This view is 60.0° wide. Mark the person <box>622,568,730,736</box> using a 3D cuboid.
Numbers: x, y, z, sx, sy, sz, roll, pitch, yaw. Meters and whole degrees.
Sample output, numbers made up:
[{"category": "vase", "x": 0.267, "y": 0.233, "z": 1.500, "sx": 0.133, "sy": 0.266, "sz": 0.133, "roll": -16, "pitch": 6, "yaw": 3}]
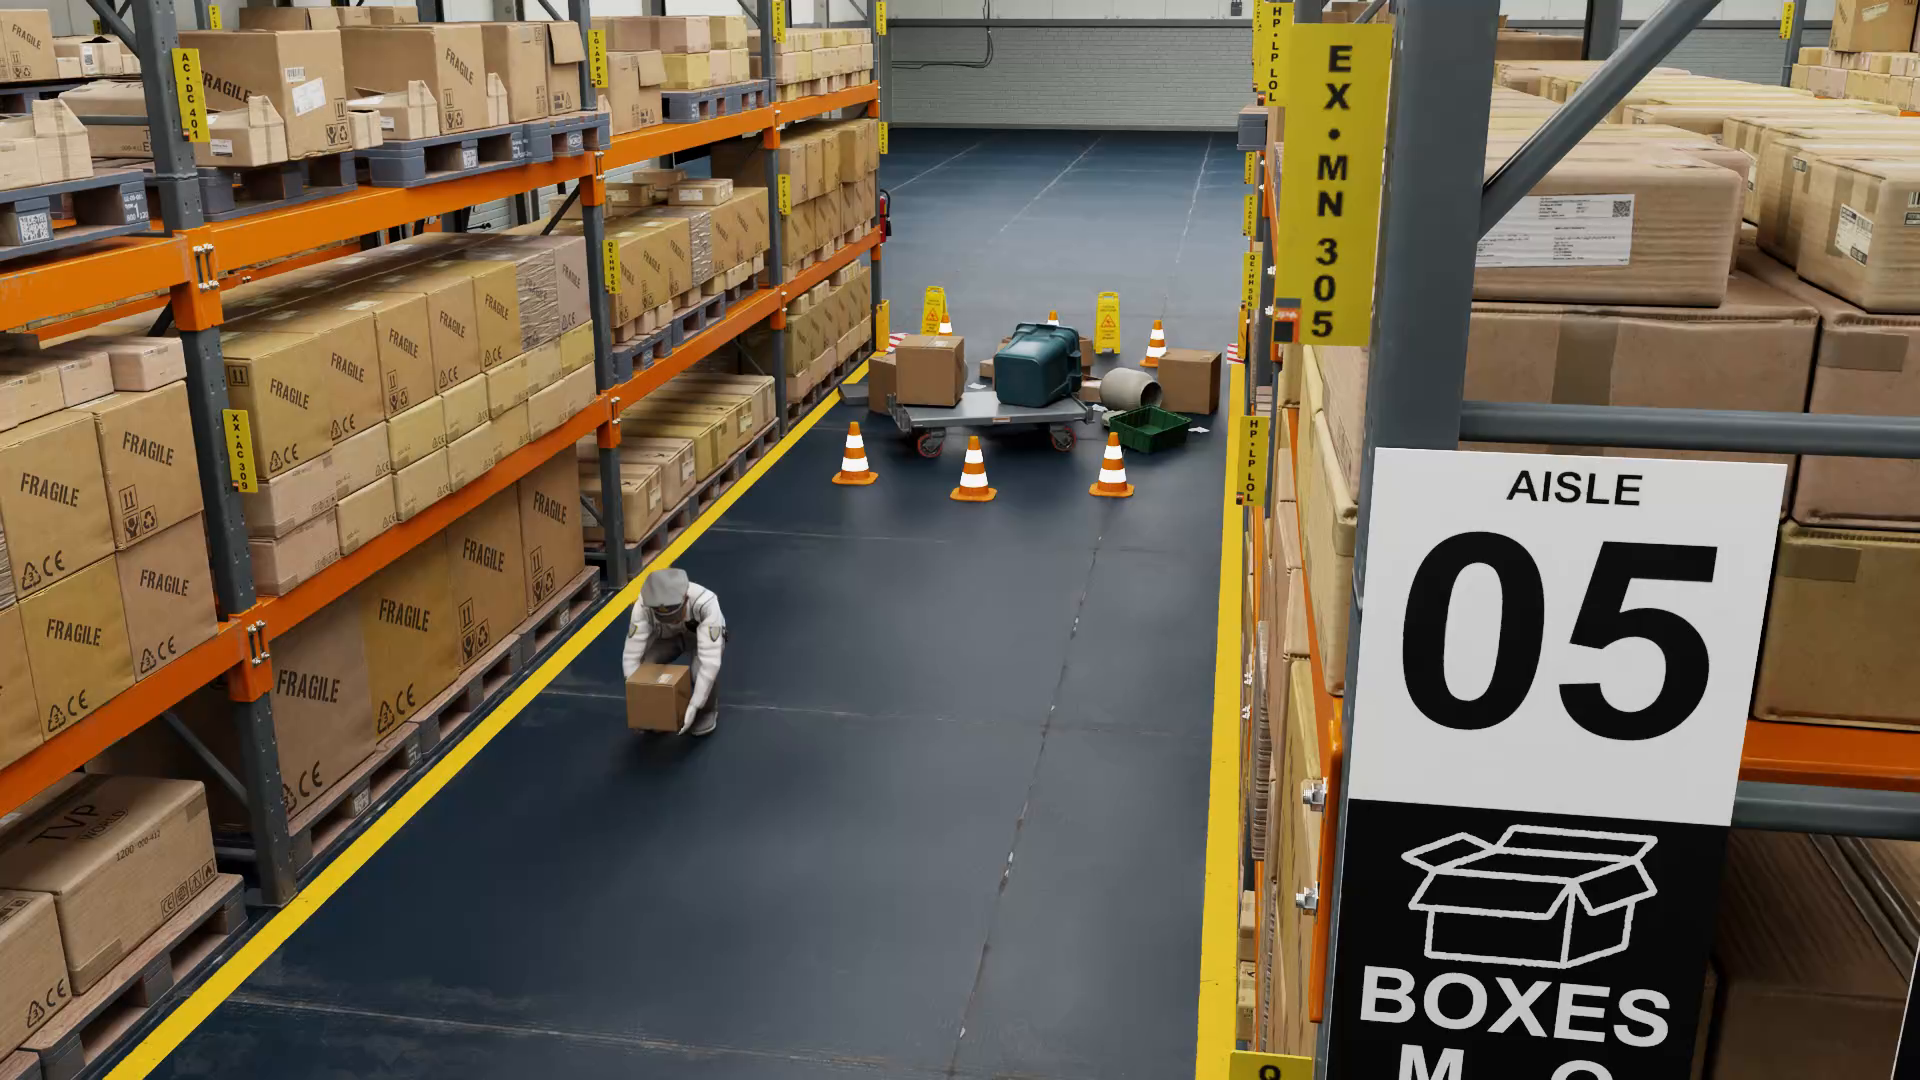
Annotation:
[{"category": "person", "x": -1.430, "y": 0.539, "z": 8.536, "sx": 0.515, "sy": 0.970, "sz": 0.807, "roll": 3, "pitch": 18, "yaw": 9}]
